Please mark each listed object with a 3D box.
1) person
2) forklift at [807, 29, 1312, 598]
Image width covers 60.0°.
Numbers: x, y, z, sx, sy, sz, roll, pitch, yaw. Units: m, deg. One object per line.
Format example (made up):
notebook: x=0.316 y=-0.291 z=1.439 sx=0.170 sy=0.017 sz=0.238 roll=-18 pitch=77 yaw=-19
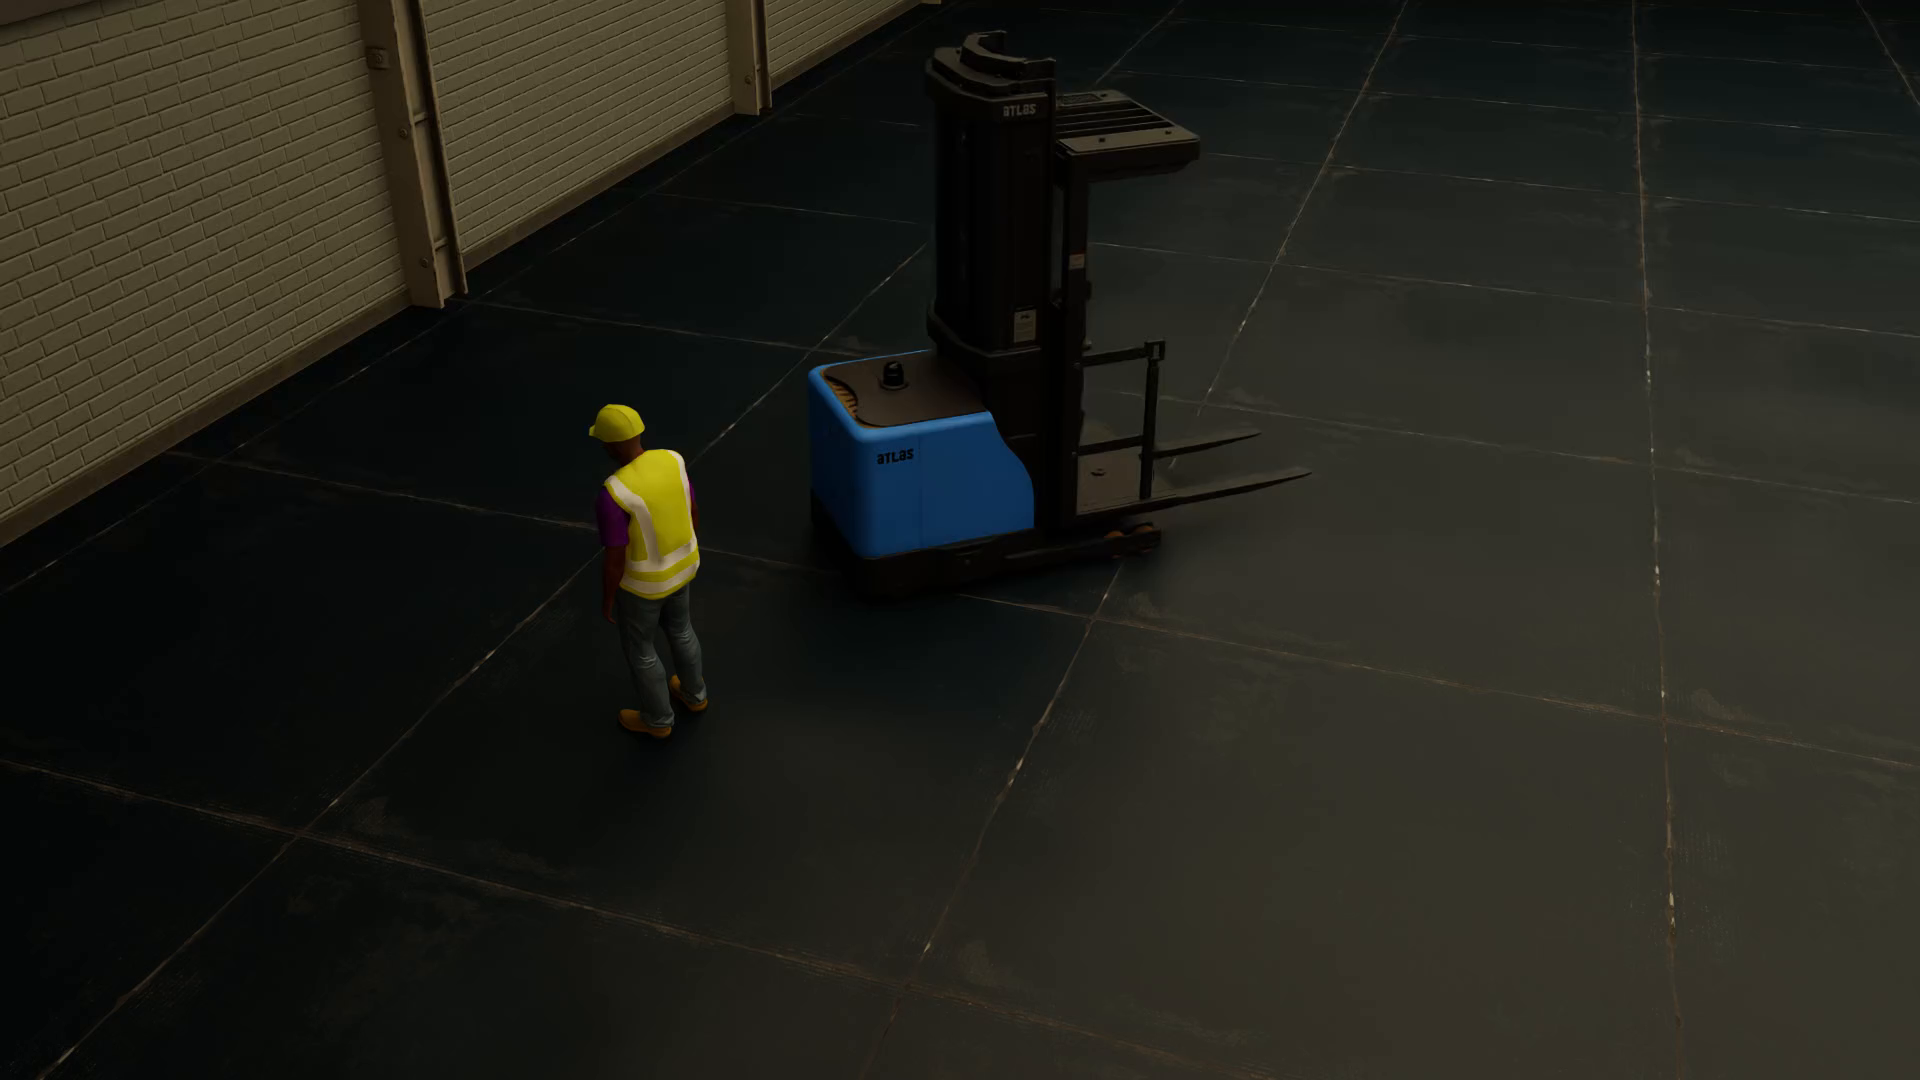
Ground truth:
person: x=-1.510 y=0.150 z=8.060 sx=0.461 sy=1.759 sz=0.629 roll=19 pitch=35 yaw=30
forklift: x=0.668 y=-1.391 z=9.576 sx=3.031 sy=2.935 sz=1.130 roll=-11 pitch=31 yaw=-18
